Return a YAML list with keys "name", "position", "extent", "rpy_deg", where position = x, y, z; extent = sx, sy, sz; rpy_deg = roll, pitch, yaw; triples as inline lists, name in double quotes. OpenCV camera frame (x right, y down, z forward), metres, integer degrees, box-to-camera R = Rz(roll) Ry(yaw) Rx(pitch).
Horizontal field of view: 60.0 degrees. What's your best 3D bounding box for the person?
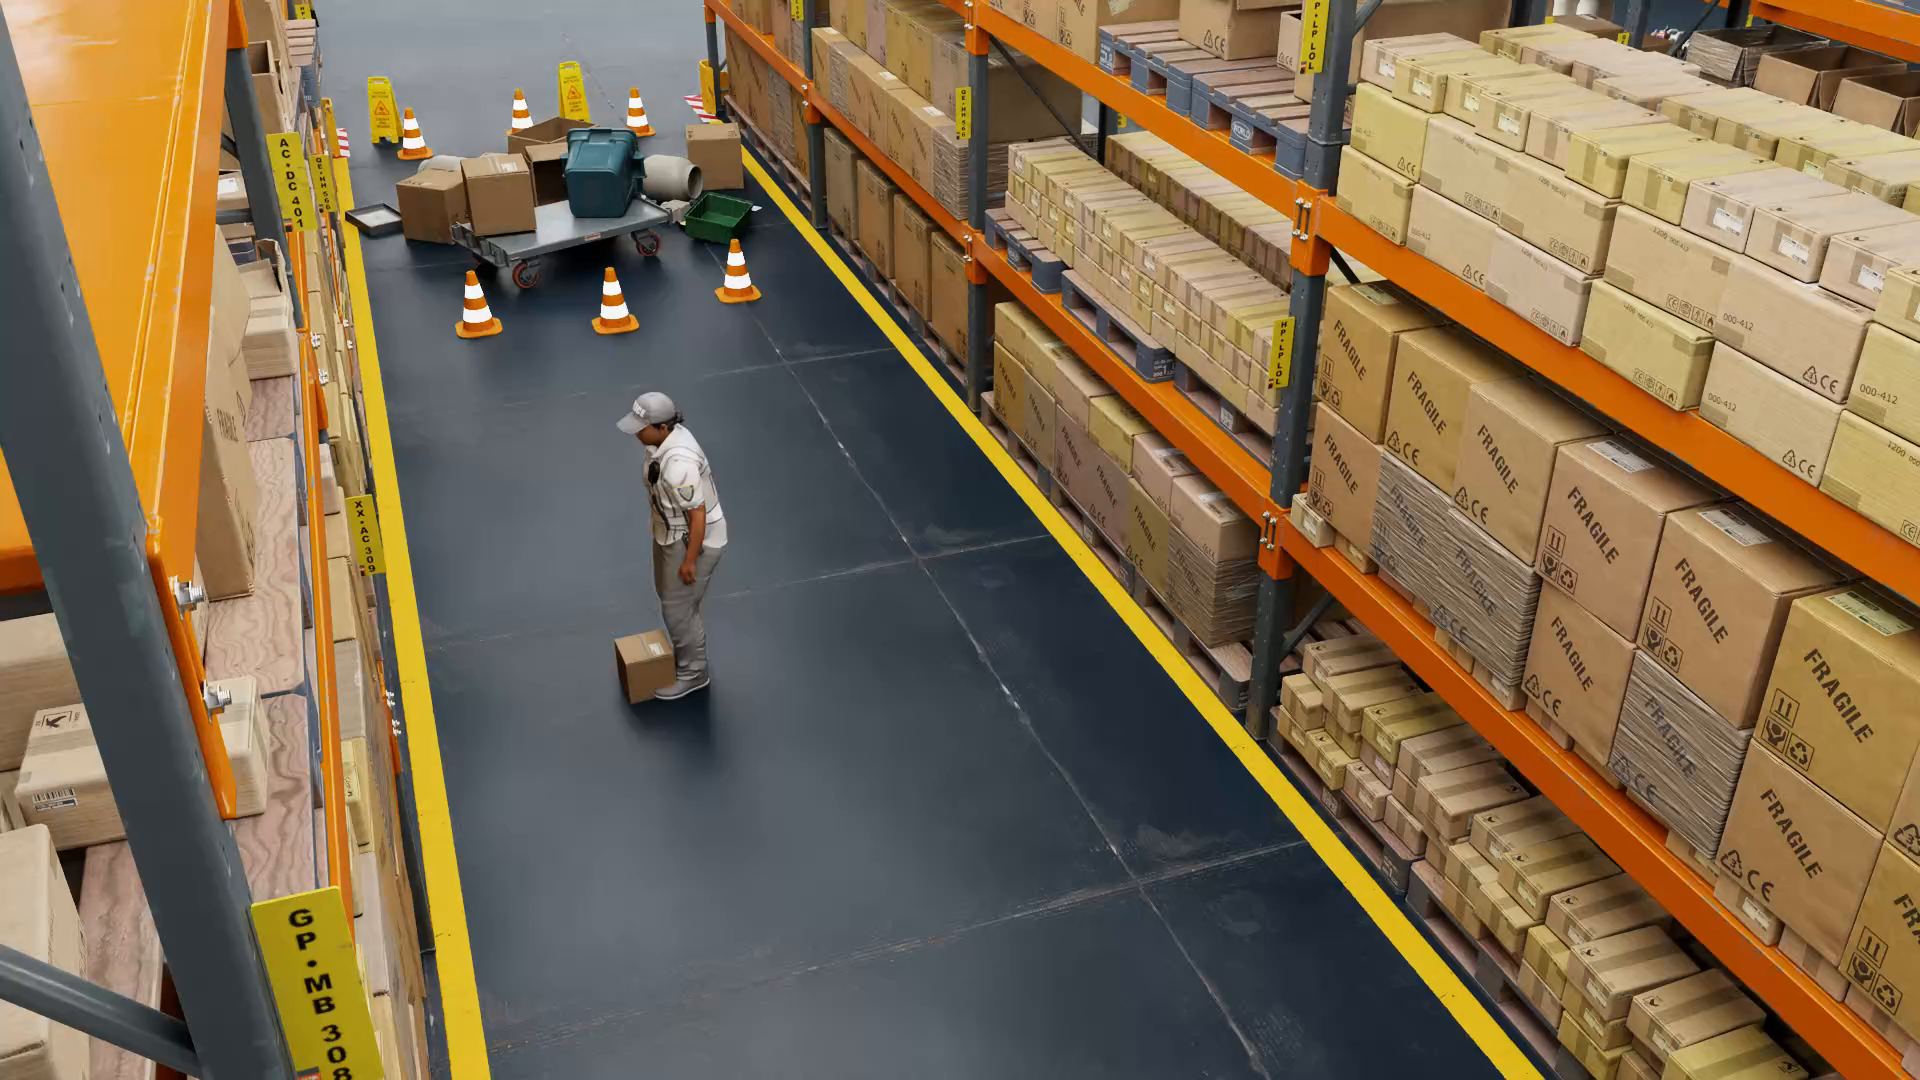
- name: "person"
  position: [-1.423, -0.001, 8.332]
  extent: [0.470, 1.665, 0.561]
  rpy_deg: [-13, 32, -21]
